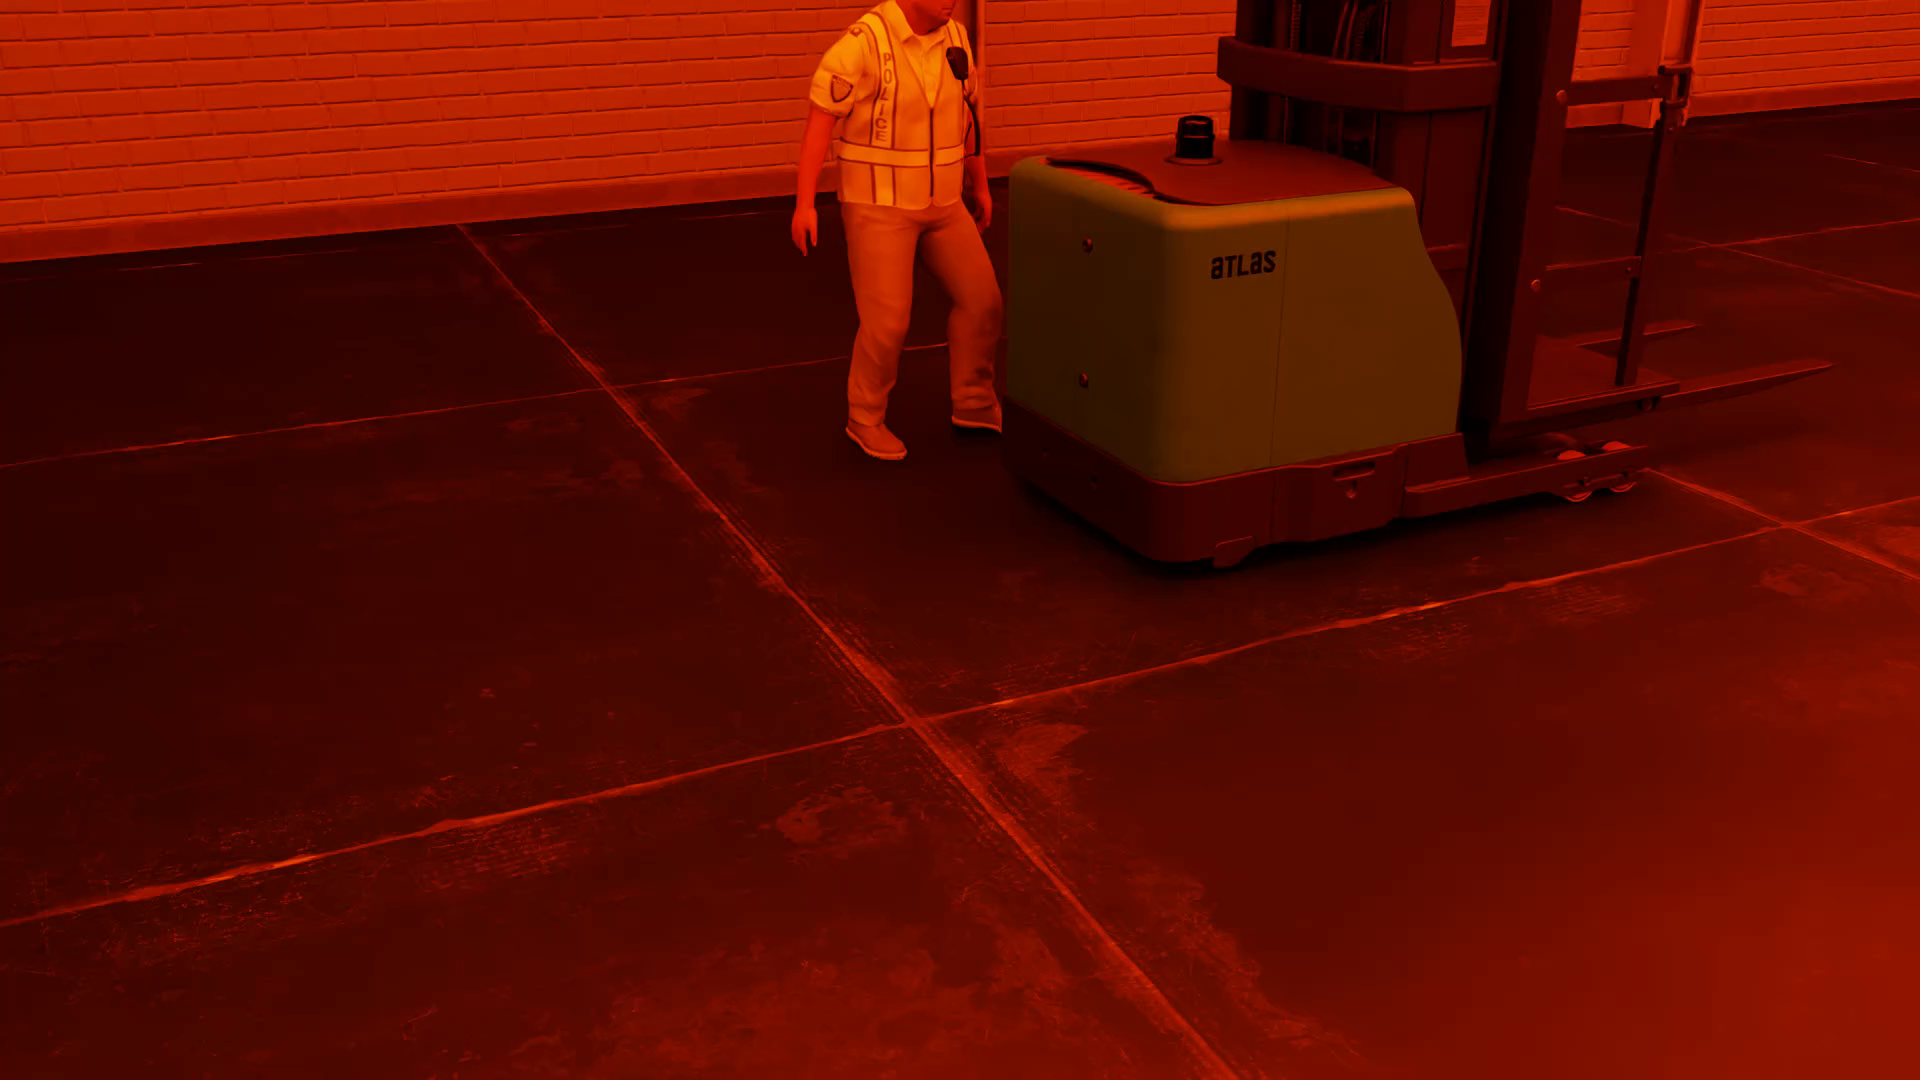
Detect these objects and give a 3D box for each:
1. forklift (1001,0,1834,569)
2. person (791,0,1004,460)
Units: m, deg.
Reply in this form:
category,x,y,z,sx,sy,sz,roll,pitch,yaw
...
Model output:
category,x,y,z,sx,sy,sz,roll,pitch,yaw
forklift,1.691,-1.646,5.248,3.031,2.935,1.130,-11,25,-24
person,-0.149,-1.143,5.635,0.874,1.722,0.425,-16,27,-33
